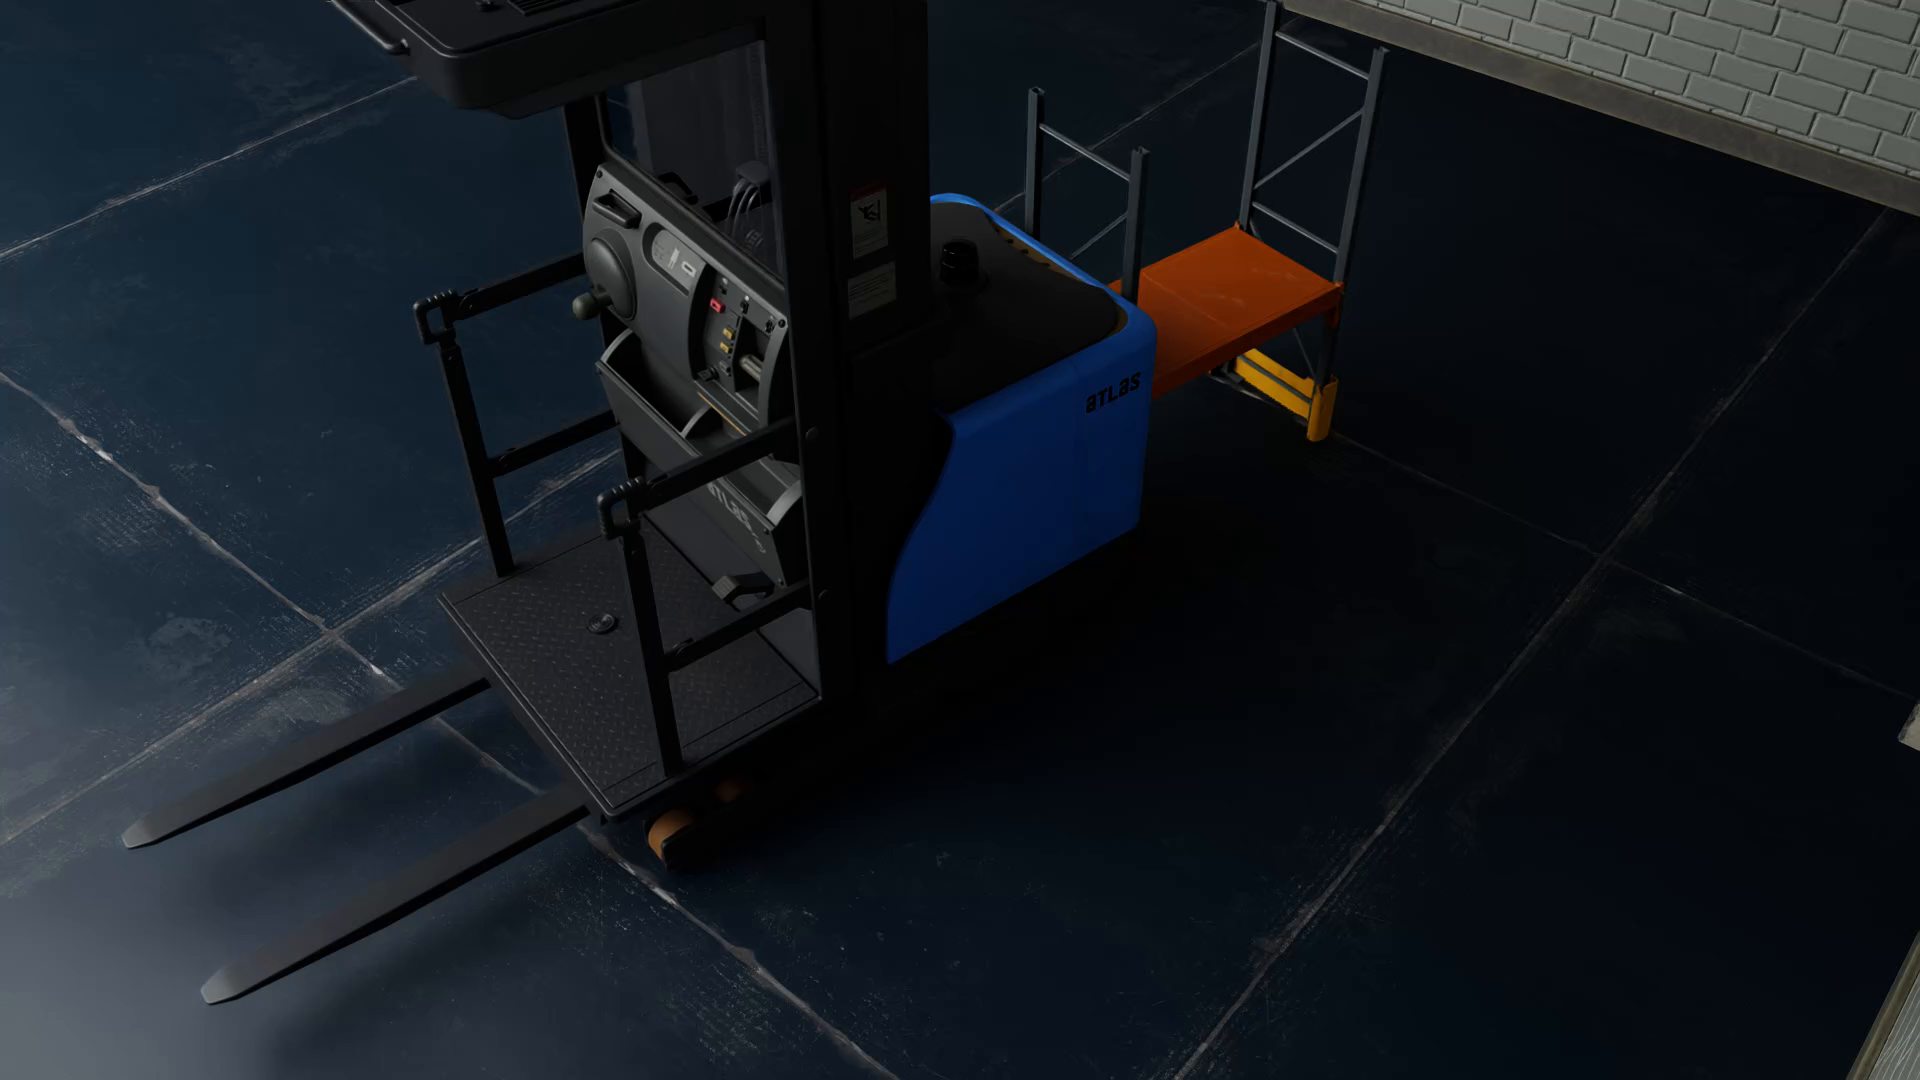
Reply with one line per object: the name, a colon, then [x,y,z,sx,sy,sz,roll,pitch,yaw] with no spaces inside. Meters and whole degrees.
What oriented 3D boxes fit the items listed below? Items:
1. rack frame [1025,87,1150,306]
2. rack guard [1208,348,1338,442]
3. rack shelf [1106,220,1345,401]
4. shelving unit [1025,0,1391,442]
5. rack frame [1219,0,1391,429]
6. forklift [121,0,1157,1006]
rack frame: [0.372,-0.666,5.339,0.032,1.500,0.500,-28,49,-27]
rack guard: [1.156,-0.618,6.215,0.087,0.250,0.587,-28,49,-27]
rack shelf: [0.771,-0.744,5.693,1.000,0.185,0.538,-28,49,-27]
shelving unit: [0.764,-0.874,5.567,1.083,1.500,0.587,-28,49,-27]
rack frame: [1.171,-1.089,5.804,0.032,1.500,0.500,-28,49,-27]
forklift: [-0.880,-0.571,4.170,3.031,2.935,1.130,-28,49,-27]
